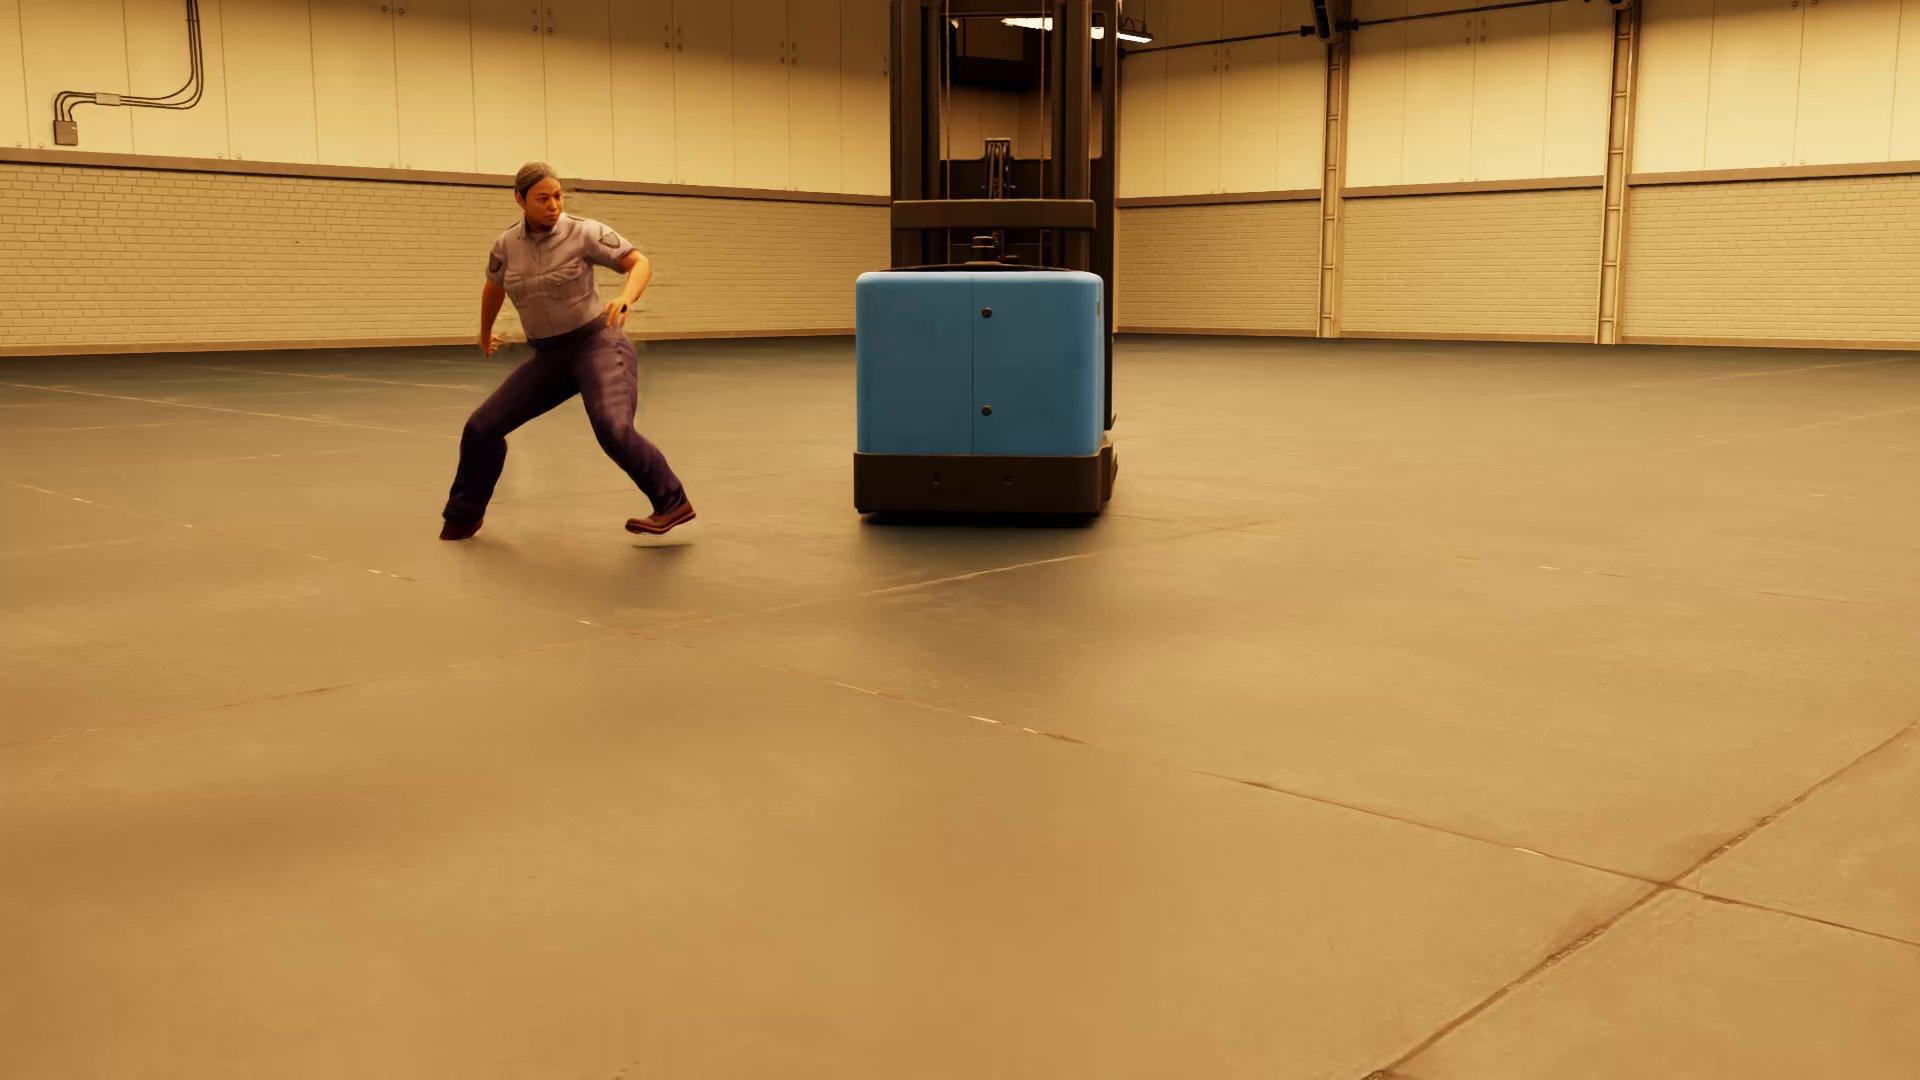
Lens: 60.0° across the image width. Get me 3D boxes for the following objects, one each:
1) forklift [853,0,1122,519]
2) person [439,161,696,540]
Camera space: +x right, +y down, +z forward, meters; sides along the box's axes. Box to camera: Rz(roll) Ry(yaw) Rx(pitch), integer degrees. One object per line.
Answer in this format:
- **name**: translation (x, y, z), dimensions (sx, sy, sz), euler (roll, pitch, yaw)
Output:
- **forklift**: translation (0.236, -1.721, 8.303), dimensions (1.130, 2.935, 3.031), euler (1, 9, 7)
- **person**: translation (-1.621, -0.672, 6.598), dimensions (1.036, 1.608, 0.528), euler (4, 9, 25)
